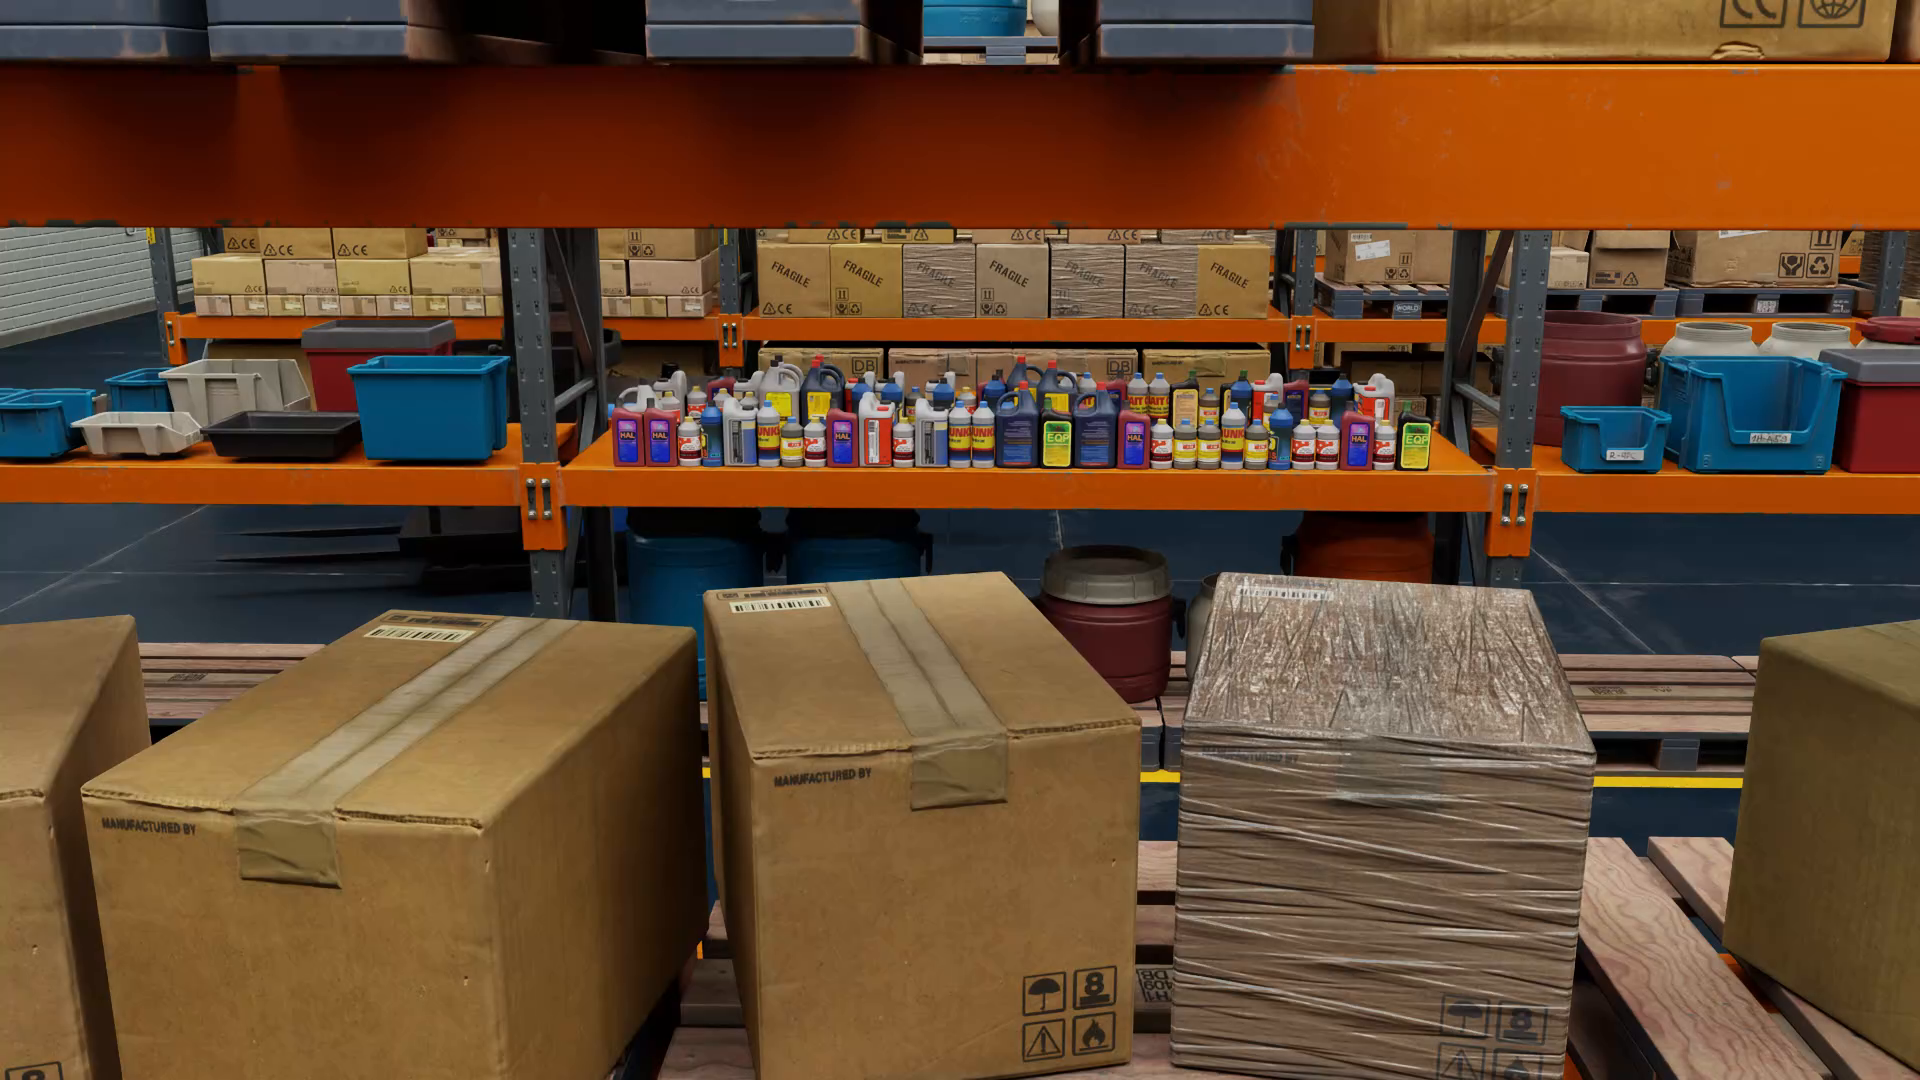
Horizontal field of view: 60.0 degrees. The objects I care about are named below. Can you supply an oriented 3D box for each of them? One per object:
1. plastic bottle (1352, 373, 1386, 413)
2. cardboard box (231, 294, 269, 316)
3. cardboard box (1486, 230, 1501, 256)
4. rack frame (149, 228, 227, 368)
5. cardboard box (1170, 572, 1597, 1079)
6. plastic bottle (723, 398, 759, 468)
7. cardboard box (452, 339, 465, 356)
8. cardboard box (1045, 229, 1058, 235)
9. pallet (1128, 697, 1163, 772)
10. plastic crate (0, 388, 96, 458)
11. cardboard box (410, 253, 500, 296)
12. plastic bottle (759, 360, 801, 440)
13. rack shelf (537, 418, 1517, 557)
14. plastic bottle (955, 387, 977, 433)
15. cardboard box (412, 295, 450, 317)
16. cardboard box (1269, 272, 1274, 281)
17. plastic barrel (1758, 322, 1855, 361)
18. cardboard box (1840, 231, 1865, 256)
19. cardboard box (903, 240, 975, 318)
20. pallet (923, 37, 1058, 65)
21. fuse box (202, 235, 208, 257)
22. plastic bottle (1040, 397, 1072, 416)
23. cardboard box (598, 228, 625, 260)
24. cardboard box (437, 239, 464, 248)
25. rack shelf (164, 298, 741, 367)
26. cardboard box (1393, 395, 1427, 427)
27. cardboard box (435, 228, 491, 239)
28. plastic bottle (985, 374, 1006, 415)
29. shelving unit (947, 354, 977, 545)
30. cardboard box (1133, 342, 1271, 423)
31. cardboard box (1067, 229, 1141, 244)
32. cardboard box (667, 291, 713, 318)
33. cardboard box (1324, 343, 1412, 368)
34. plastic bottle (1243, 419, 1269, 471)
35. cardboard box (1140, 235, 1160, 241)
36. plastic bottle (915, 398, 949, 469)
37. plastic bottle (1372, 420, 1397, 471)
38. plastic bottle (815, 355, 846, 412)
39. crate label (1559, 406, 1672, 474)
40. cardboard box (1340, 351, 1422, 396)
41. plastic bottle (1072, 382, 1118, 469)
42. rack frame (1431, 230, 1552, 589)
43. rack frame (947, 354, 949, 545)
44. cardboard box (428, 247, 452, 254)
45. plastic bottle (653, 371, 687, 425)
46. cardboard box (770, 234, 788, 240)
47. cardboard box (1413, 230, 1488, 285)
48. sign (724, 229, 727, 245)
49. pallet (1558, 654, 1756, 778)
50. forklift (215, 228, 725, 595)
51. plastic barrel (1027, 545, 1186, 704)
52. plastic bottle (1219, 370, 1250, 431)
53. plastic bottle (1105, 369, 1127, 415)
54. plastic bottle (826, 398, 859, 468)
[{"bbox_3d":[1.848,-0.614,7.529,0.135,0.276,0.152,0,15,1],"label":"plastic bottle"},{"bbox_3d":[-4.996,-1.694,11.874,0.250,0.149,0.380,0,15,1],"label":"cardboard box"},{"bbox_3d":[5.086,-3.080,16.437,0.500,0.500,0.500,1,15,2],"label":"cardboard box"},{"bbox_3d":[-5.599,-1.904,12.175,0.127,3.000,1.000,0,15,1],"label":"rack frame"},{"bbox_3d":[0.600,0.393,2.449,0.500,0.500,0.700,3,15,12],"label":"cardboard box"},{"bbox_3d":[-0.908,-0.452,6.916,0.135,0.276,0.152,0,15,1],"label":"plastic bottle"},{"bbox_3d":[-4.047,-1.090,12.431,0.875,0.875,0.875,0,15,1],"label":"cardboard box"},{"bbox_3d":[0.839,-3.093,16.352,0.250,0.149,0.380,1,15,3],"label":"cardboard box"},{"bbox_3d":[0.266,0.757,7.558,1.213,0.211,1.003,0,15,1],"label":"pallet"},{"bbox_3d":[-3.871,-0.492,7.037,0.300,0.233,0.416,0,15,1],"label":"plastic crate"},{"bbox_3d":[-3.582,-1.895,11.853,0.500,0.250,0.500,0,15,0],"label":"cardboard box"},{"bbox_3d":[-0.803,-0.631,7.449,0.185,0.351,0.144,0,15,1],"label":"plastic bottle"},{"bbox_3d":[0.273,-0.253,7.331,4.000,0.370,1.077,0,15,1],"label":"rack shelf"},{"bbox_3d":[0.028,-0.596,7.610,0.097,0.201,0.097,0,15,0],"label":"plastic bottle"},{"bbox_3d":[-3.715,-1.686,11.842,0.250,0.149,0.380,0,15,0],"label":"cardboard box"},{"bbox_3d":[3.954,-3.302,21.804,0.625,0.372,0.950,0,15,0],"label":"cardboard box"},{"bbox_3d":[3.727,-0.687,7.346,0.421,0.512,0.421,0,15,0],"label":"plastic barrel"},{"bbox_3d":[8.614,-3.153,16.619,0.500,0.550,0.875,0,15,1],"label":"cardboard box"},{"bbox_3d":[-0.144,-1.853,11.786,0.500,0.500,0.500,0,15,0],"label":"cardboard box"},{"bbox_3d":[0.193,-1.987,6.980,1.213,0.211,1.003,0,15,1],"label":"pallet"},{"bbox_3d":[-10.784,-4.373,24.062,0.414,1.711,0.539,0,15,1],"label":"fuse box"},{"bbox_3d":[0.398,-0.451,6.897,0.133,0.283,0.061,0,15,1],"label":"plastic bottle"},{"bbox_3d":[-2.567,-2.250,11.731,0.500,0.500,0.500,1,15,2],"label":"cardboard box"},{"bbox_3d":[-5.056,-2.961,16.674,0.250,0.149,0.380,0,15,1],"label":"cardboard box"},{"bbox_3d":[-3.600,-1.543,12.217,4.000,0.370,1.077,0,15,1],"label":"rack shelf"},{"bbox_3d":[3.069,-0.856,12.243,0.500,0.500,0.700,0,15,-2],"label":"cardboard box"},{"bbox_3d":[-4.929,-3.287,16.638,0.500,0.500,0.500,1,15,4],"label":"cardboard box"},{"bbox_3d":[0.160,-0.614,7.539,0.097,0.271,0.097,0,15,0],"label":"plastic bottle"},{"bbox_3d":[0.014,-0.580,10.687,0.189,1.200,0.258,0,15,1],"label":"shelving unit"},{"bbox_3d":[1.709,-1.037,12.232,0.875,0.875,1.225,0,15,-1],"label":"cardboard box"},{"bbox_3d":[1.017,-2.399,11.889,0.637,0.503,0.797,1,15,3],"label":"cardboard box"},{"bbox_3d":[-1.913,-1.674,11.799,0.250,0.149,0.380,0,15,2],"label":"cardboard box"},{"bbox_3d":[4.107,-2.199,16.882,0.750,0.750,1.050,1,15,2],"label":"cardboard box"},{"bbox_3d":[1.219,-0.395,6.846,0.097,0.201,0.097,0,15,0],"label":"plastic bottle"},{"bbox_3d":[1.404,-1.975,12.250,0.500,0.500,0.500,0,15,0],"label":"cardboard box"},{"bbox_3d":[-0.116,-0.447,6.896,0.135,0.276,0.152,0,15,1],"label":"plastic bottle"},{"bbox_3d":[1.742,-0.391,6.833,0.097,0.201,0.097,0,15,0],"label":"plastic bottle"},{"bbox_3d":[-0.615,-0.667,7.584,0.185,0.351,0.144,0,15,1],"label":"plastic bottle"},{"bbox_3d":[2.684,-0.409,6.838,0.416,0.233,0.303,0,15,1],"label":"crate label"},{"bbox_3d":[3.069,-1.221,12.157,0.500,0.250,0.500,1,15,4],"label":"cardboard box"},{"bbox_3d":[0.556,-0.477,6.866,0.185,0.351,0.144,0,15,1],"label":"plastic bottle"},{"bbox_3d":[2.272,-0.588,7.190,0.127,3.000,1.000,0,15,1],"label":"rack frame"},{"bbox_3d":[-0.077,-0.581,10.689,0.006,1.200,0.240,0,15,1],"label":"rack frame"},{"bbox_3d":[-4.092,-2.033,12.375,0.500,0.250,0.500,0,15,0],"label":"cardboard box"},{"bbox_3d":[-1.324,-0.634,7.607,0.135,0.276,0.152,0,15,1],"label":"plastic bottle"},{"bbox_3d":[-1.126,-1.992,12.316,0.500,0.500,0.500,0,15,2],"label":"cardboard box"},{"bbox_3d":[3.500,-2.131,12.019,0.500,0.500,0.700,3,15,10],"label":"cardboard box"},{"bbox_3d":[-1.613,-2.193,11.419,0.005,0.325,0.100,0,15,1],"label":"sign"},{"bbox_3d":[3.045,0.775,7.489,1.213,0.211,1.003,0,15,1],"label":"pallet"},{"bbox_3d":[-2.852,-1.245,9.814,3.031,2.935,1.130,-3,15,-11],"label":"forklift"},{"bbox_3d":[0.654,0.368,7.467,0.708,0.588,0.600,0,15,1],"label":"plastic barrel"},{"bbox_3d":[1.252,-0.633,7.587,0.133,0.283,0.061,0,15,1],"label":"plastic bottle"},{"bbox_3d":[0.694,-0.636,7.600,0.133,0.283,0.061,0,15,1],"label":"plastic bottle"},{"bbox_3d":[-0.483,-0.441,6.860,0.133,0.283,0.061,0,15,1],"label":"plastic bottle"}]
